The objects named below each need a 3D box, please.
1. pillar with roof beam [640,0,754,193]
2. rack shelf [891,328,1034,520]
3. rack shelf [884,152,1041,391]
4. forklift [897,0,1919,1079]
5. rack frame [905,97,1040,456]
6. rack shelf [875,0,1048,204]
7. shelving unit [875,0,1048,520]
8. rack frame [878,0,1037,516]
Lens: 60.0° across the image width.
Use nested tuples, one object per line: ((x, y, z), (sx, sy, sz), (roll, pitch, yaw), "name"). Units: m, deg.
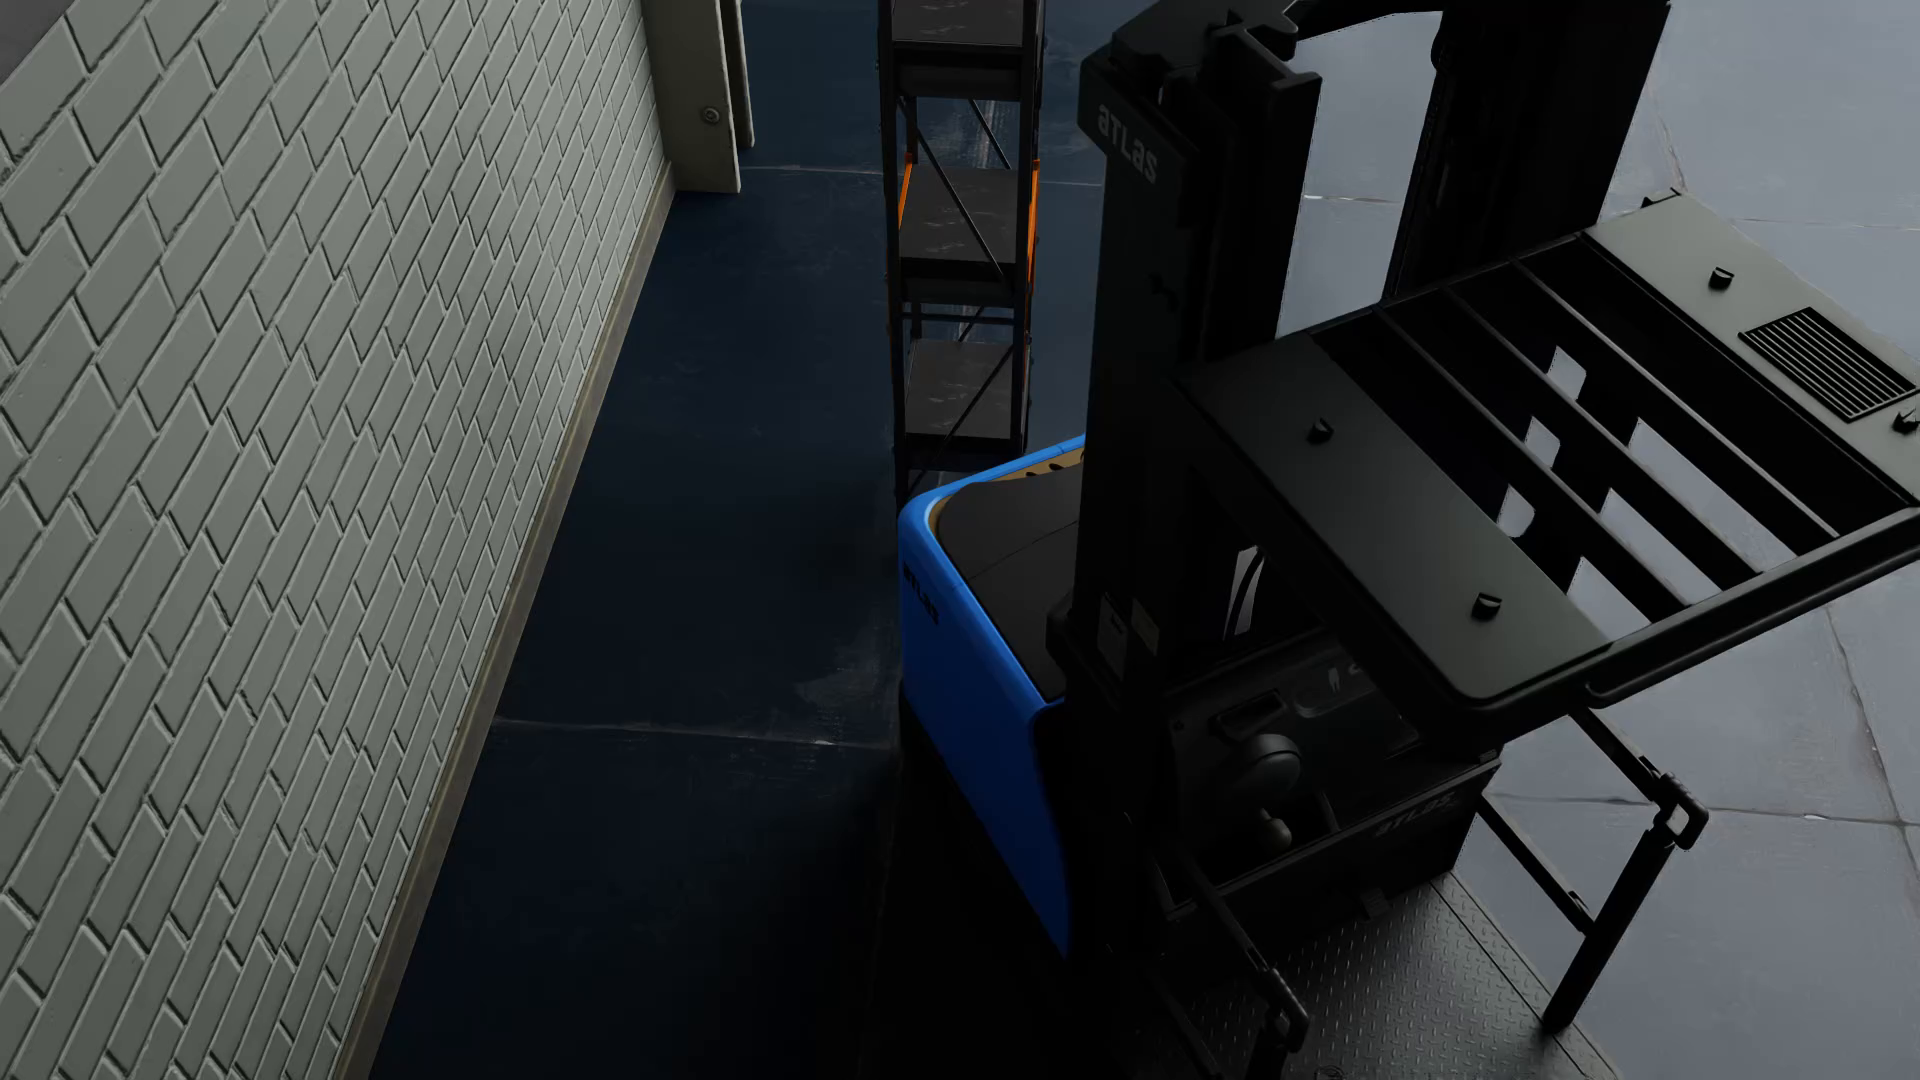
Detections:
((3.205, -4.385, 3.662), (9.100, 9.000, 0.400), (4, 48, 4), "pillar with roof beam")
((0.015, -0.349, 5.613), (0.431, 0.518, 0.480), (4, 48, 4), "rack shelf")
((0.015, -0.821, 5.097), (0.431, 0.518, 0.480), (4, 48, 4), "rack shelf")
((0.935, 0.444, 3.357), (1.130, 2.935, 3.031), (-21, 51, -18), "forklift")
((0.037, -1.010, 5.250), (0.400, 2.100, 0.015), (4, 48, 4), "rack frame")
((0.015, -1.294, 4.580), (0.431, 0.518, 0.480), (4, 48, 4), "rack shelf")
((0.015, -0.830, 5.086), (0.431, 2.100, 0.503), (4, 48, 4), "shelving unit")
((-0.007, -0.651, 4.922), (0.400, 2.100, 0.015), (4, 48, 4), "rack frame")
